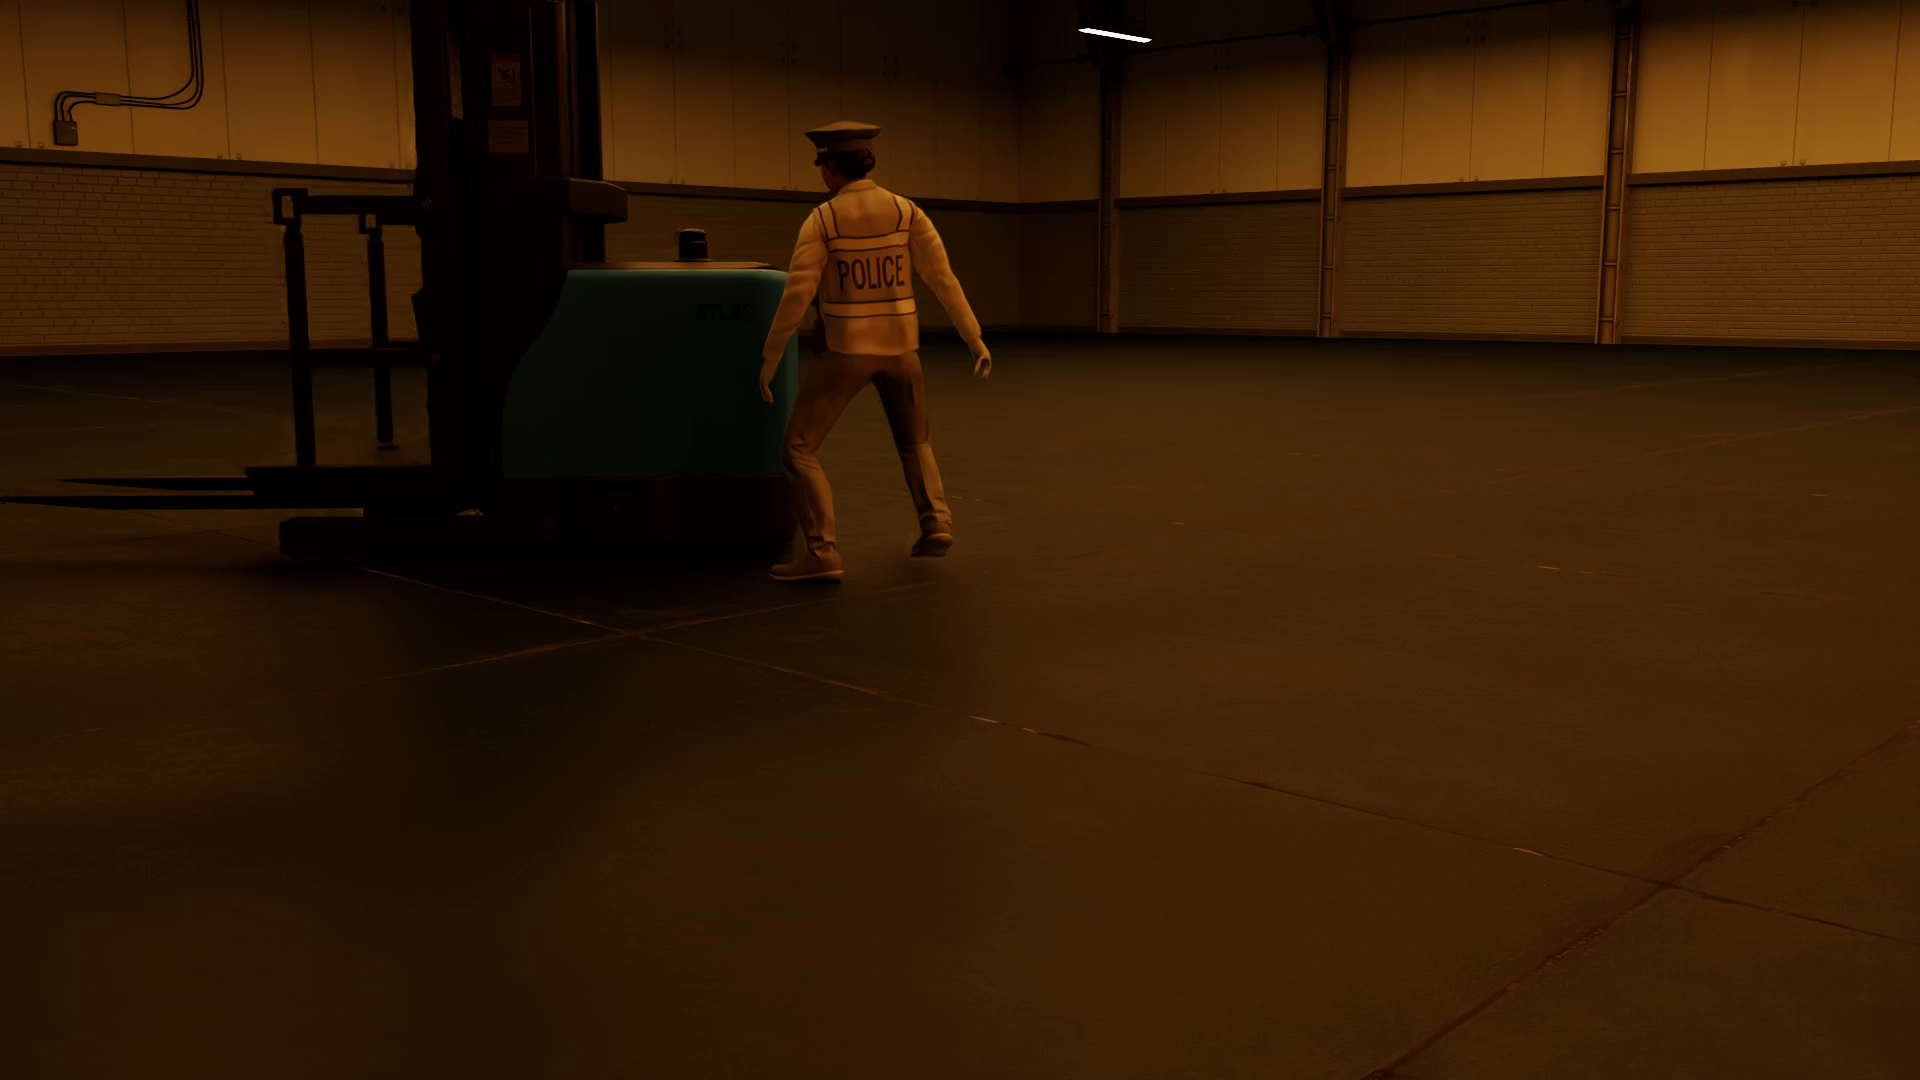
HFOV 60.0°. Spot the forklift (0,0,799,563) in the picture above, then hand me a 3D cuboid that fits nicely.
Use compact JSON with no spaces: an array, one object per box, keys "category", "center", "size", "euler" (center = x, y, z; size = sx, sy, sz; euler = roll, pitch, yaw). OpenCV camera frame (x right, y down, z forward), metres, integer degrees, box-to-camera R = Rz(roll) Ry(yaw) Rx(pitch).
[{"category":"forklift","center":[-2.170,-1.446,6.475],"size":[3.031,2.935,1.130],"euler":[0,9,-3]}]

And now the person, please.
[{"category":"person","center":[-0.296,-0.662,5.859],"size":[0.817,1.587,0.460],"euler":[-3,9,-18]}]
